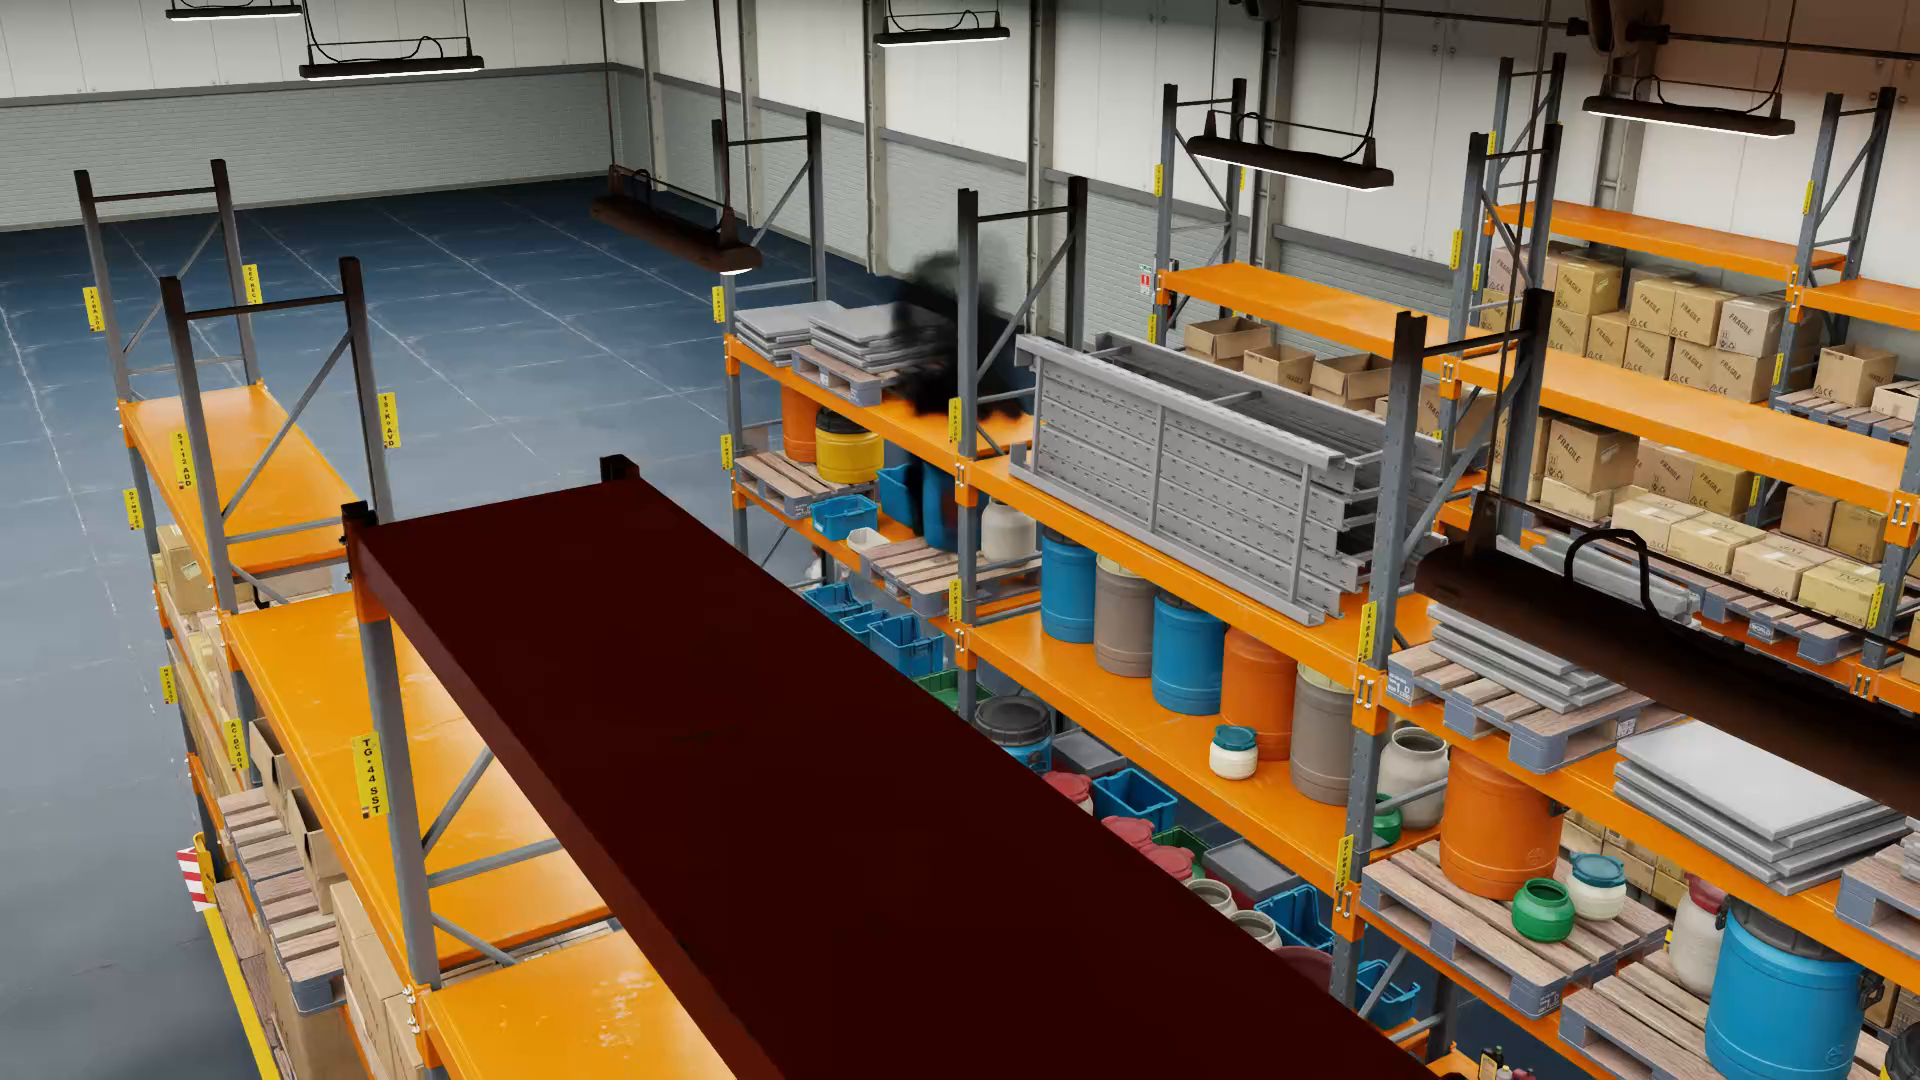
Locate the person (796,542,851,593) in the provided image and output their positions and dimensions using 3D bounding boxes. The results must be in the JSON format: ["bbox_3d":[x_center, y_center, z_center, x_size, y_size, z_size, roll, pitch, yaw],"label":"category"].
[{"bbox_3d":[-1.458,0.679,17.544,0.807,1.581,0.566,7,23,17],"label":"person"}]
